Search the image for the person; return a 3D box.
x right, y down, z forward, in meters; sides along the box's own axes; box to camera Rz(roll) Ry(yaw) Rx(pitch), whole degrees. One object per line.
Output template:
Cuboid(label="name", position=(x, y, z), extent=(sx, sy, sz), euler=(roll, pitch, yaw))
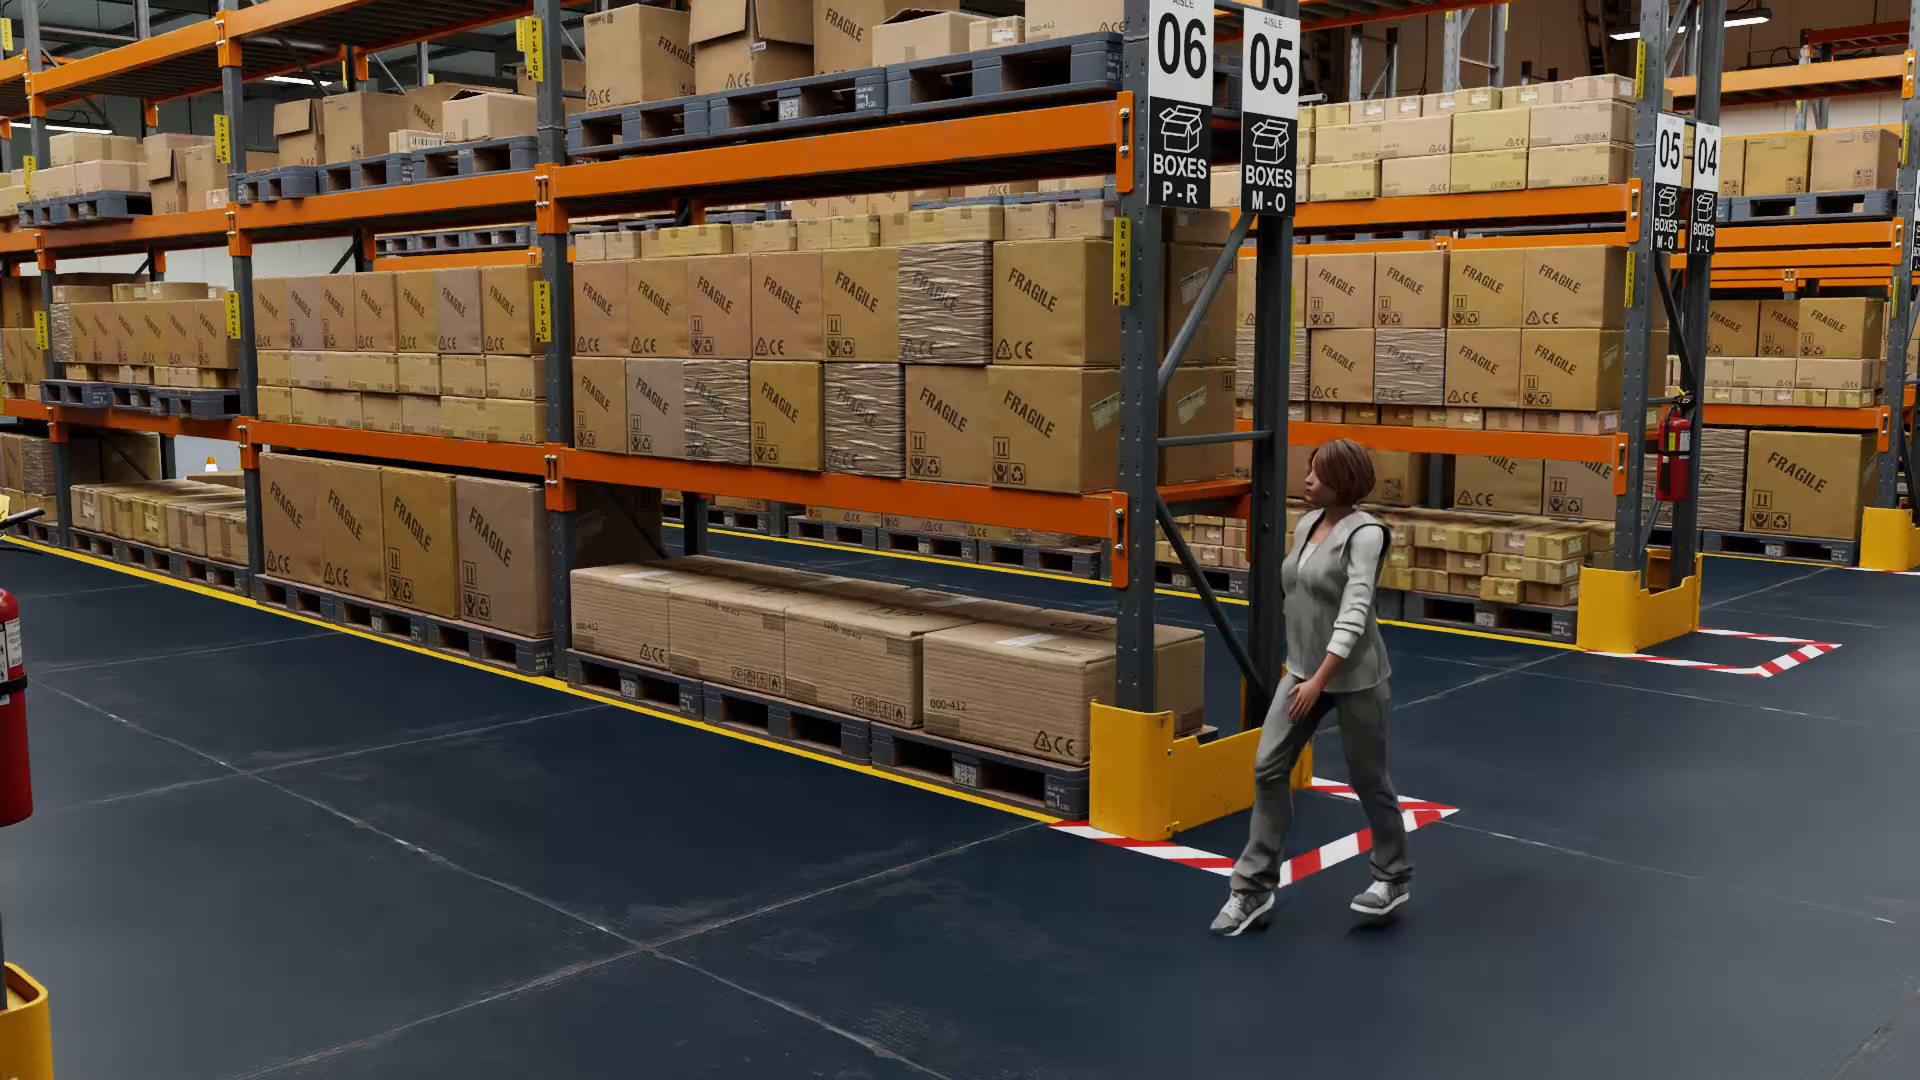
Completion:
Cuboid(label="person", position=(1.179, 0.483, 5.375), extent=(0.716, 1.626, 0.415), euler=(-4, 8, -29))
